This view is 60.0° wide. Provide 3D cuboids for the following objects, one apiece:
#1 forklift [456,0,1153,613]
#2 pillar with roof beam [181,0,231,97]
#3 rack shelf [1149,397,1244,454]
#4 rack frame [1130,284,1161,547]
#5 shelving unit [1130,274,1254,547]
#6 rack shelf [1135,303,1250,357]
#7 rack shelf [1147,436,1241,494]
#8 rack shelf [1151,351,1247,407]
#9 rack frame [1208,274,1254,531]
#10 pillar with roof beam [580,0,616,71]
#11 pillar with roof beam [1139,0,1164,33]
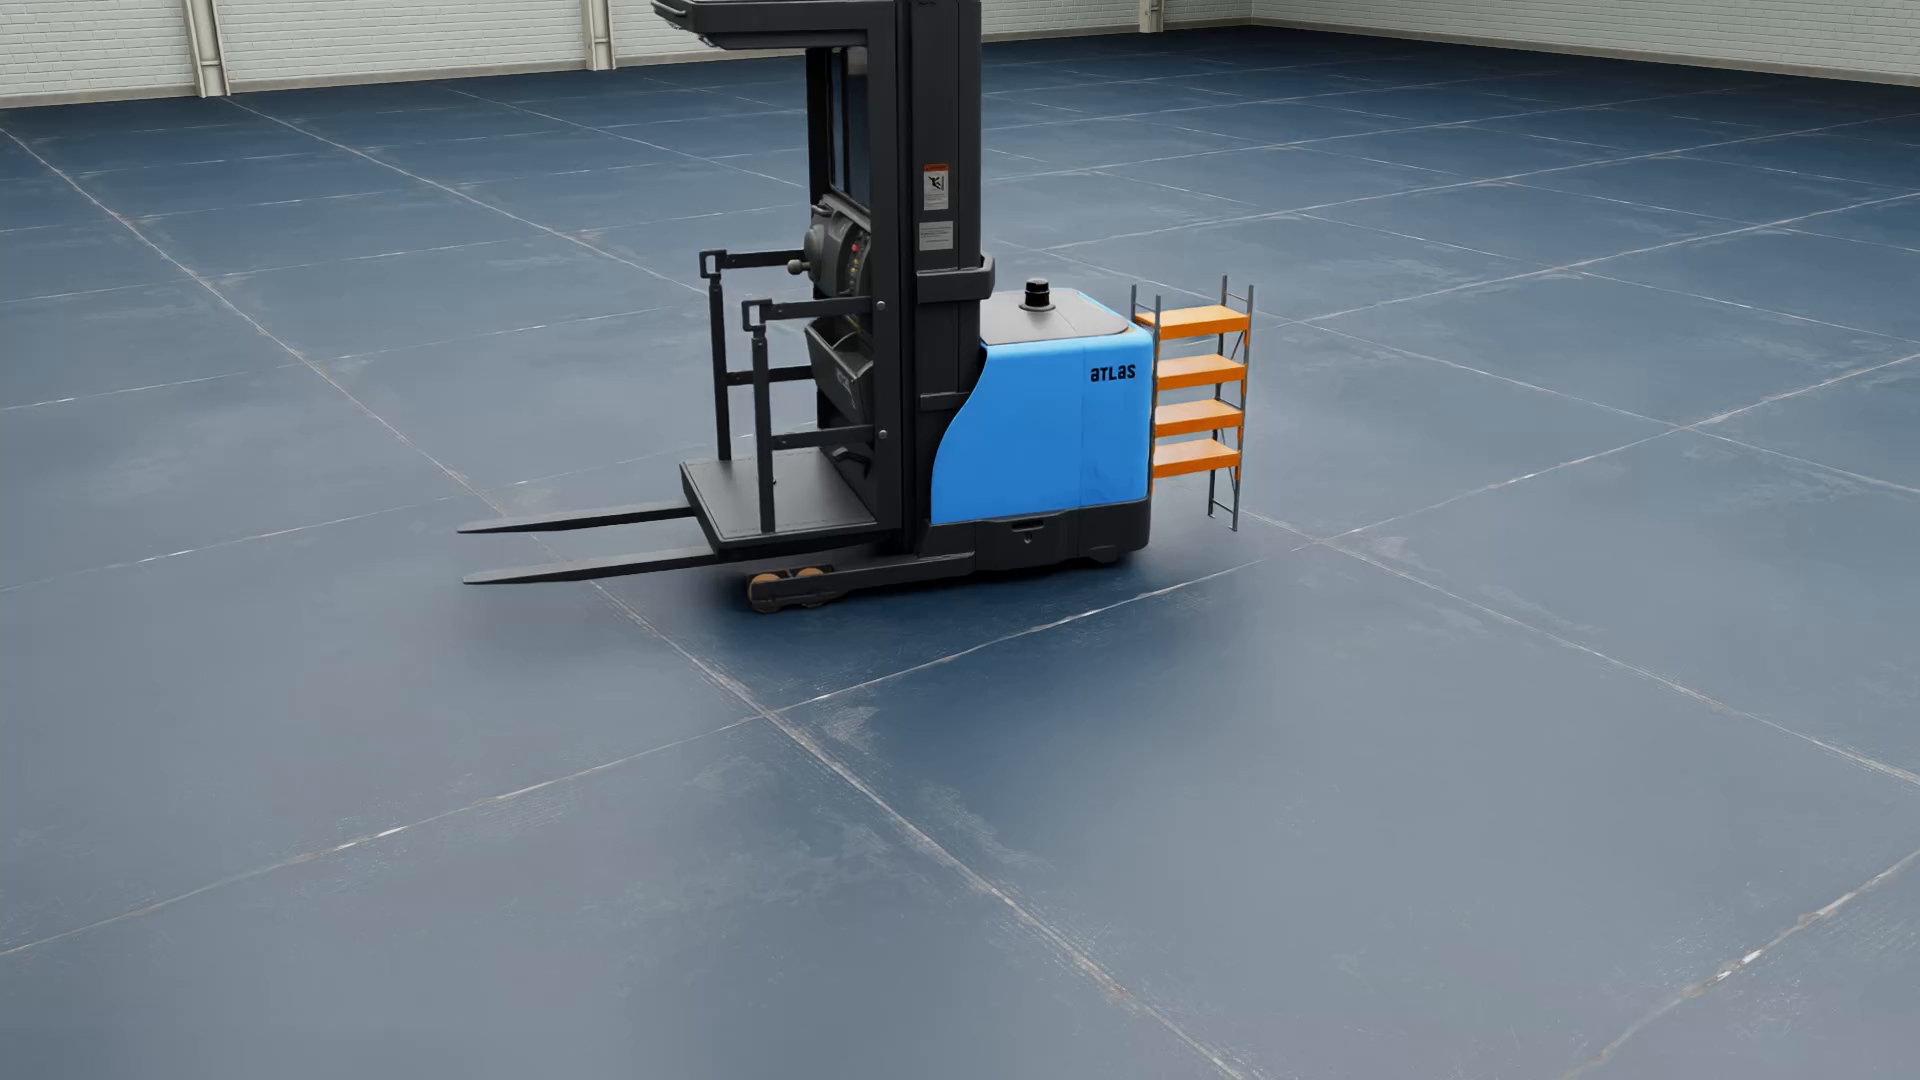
[{"bbox_3d":[-0.711,-1.268,7.118,3.031,2.935,1.130,-7,23,-17],"label":"forklift"},{"bbox_3d":[-8.231,-9.289,19.033,0.400,9.000,9.100,-15,26,-33],"label":"pillar with roof beam"},{"bbox_3d":[1.057,-0.542,7.816,0.480,0.148,0.258,-9,24,-23],"label":"rack shelf"},{"bbox_3d":[0.835,-0.569,7.698,0.015,1.200,0.240,-9,24,-23],"label":"rack frame"},{"bbox_3d":[1.058,-0.605,7.791,0.503,1.200,0.258,-9,24,-23],"label":"shelving unit"},{"bbox_3d":[1.059,-0.970,7.646,0.480,0.148,0.258,-9,24,-23],"label":"rack shelf"},{"bbox_3d":[1.057,-0.358,7.889,0.480,0.148,0.258,-9,24,-23],"label":"rack shelf"},{"bbox_3d":[1.058,-0.750,7.733,0.480,0.148,0.258,-9,24,-23],"label":"rack shelf"},{"bbox_3d":[1.280,-0.641,7.885,0.015,1.200,0.240,-9,24,-23],"label":"rack frame"},{"bbox_3d":[-3.360,-10.588,22.288,0.400,9.000,9.100,-15,26,-33],"label":"pillar with roof beam"},{"bbox_3d":[6.381,-13.185,28.797,0.400,9.000,9.100,-15,26,-33],"label":"pillar with roof beam"}]
